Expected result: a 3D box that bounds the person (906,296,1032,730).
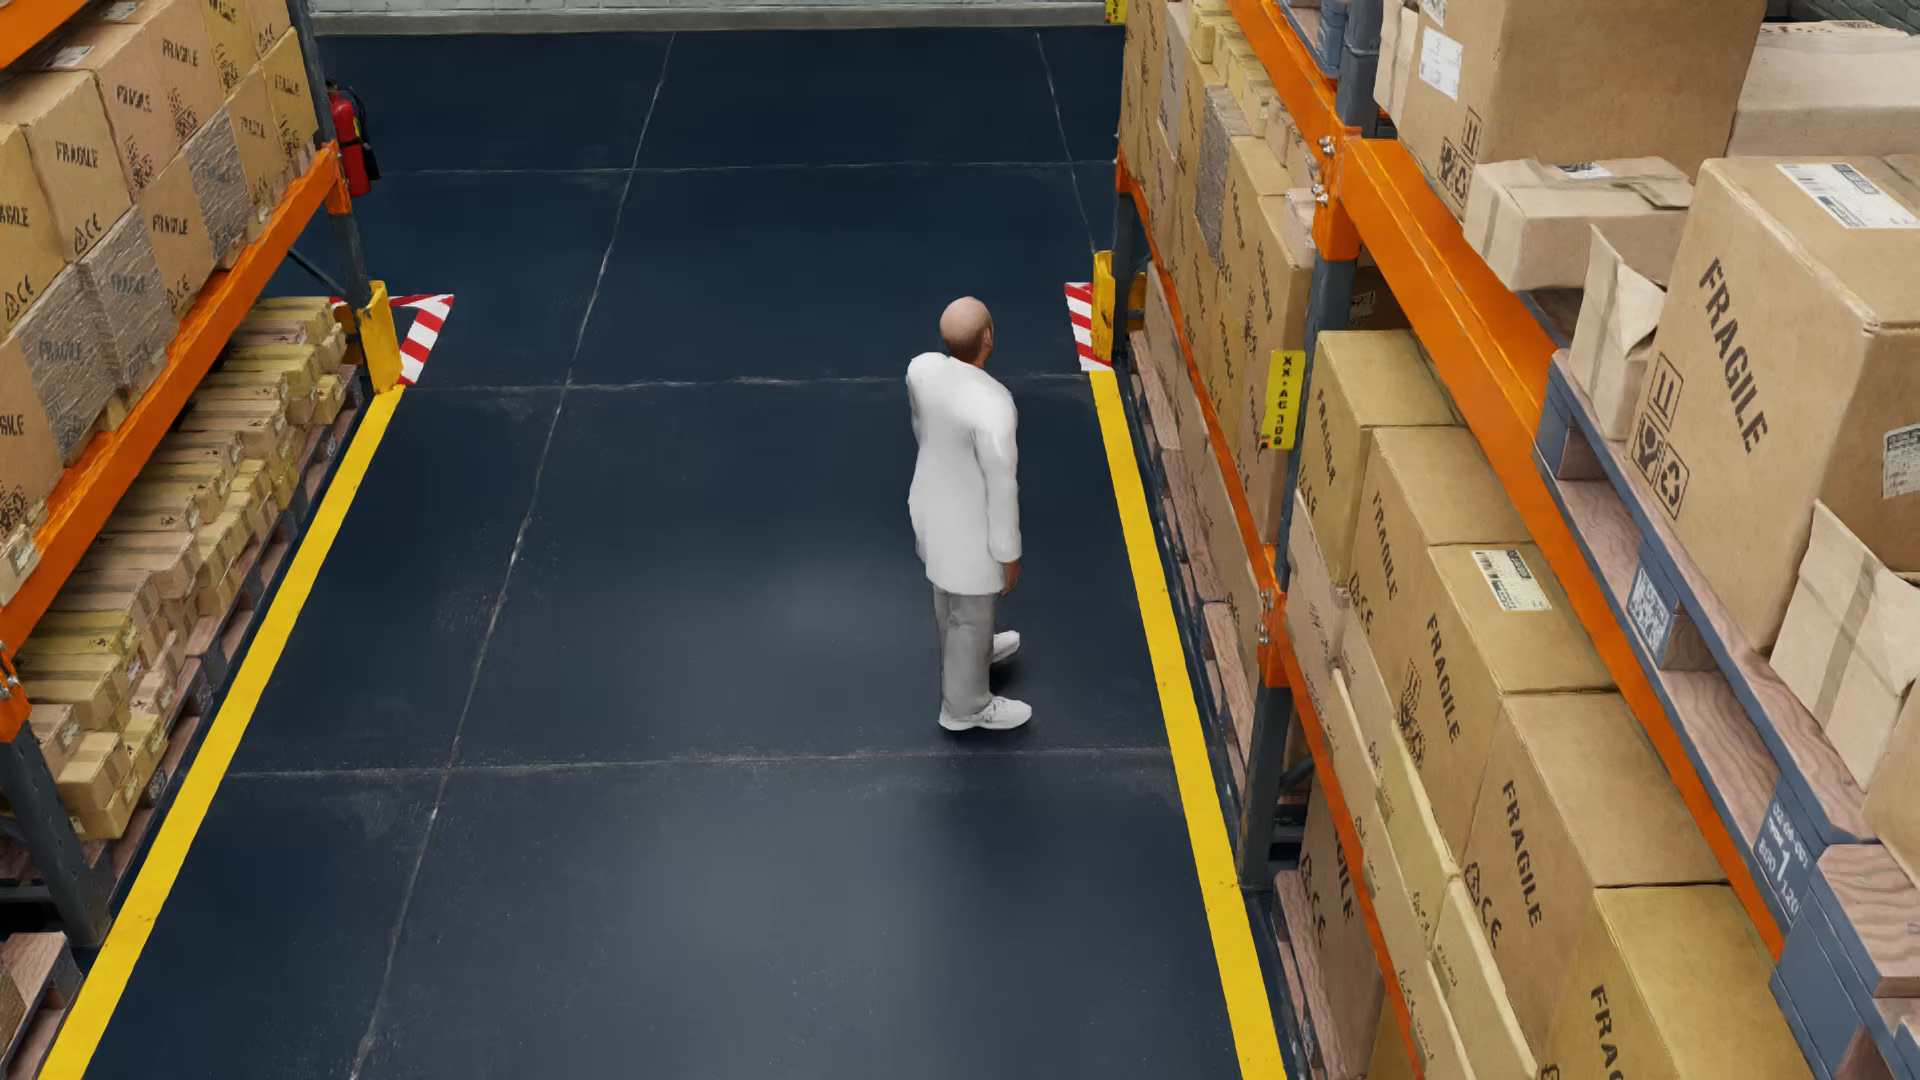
[{"bbox_3d":[0.106,-0.106,6.266,0.551,1.787,0.654,-23,41,-30],"label":"person"}]
